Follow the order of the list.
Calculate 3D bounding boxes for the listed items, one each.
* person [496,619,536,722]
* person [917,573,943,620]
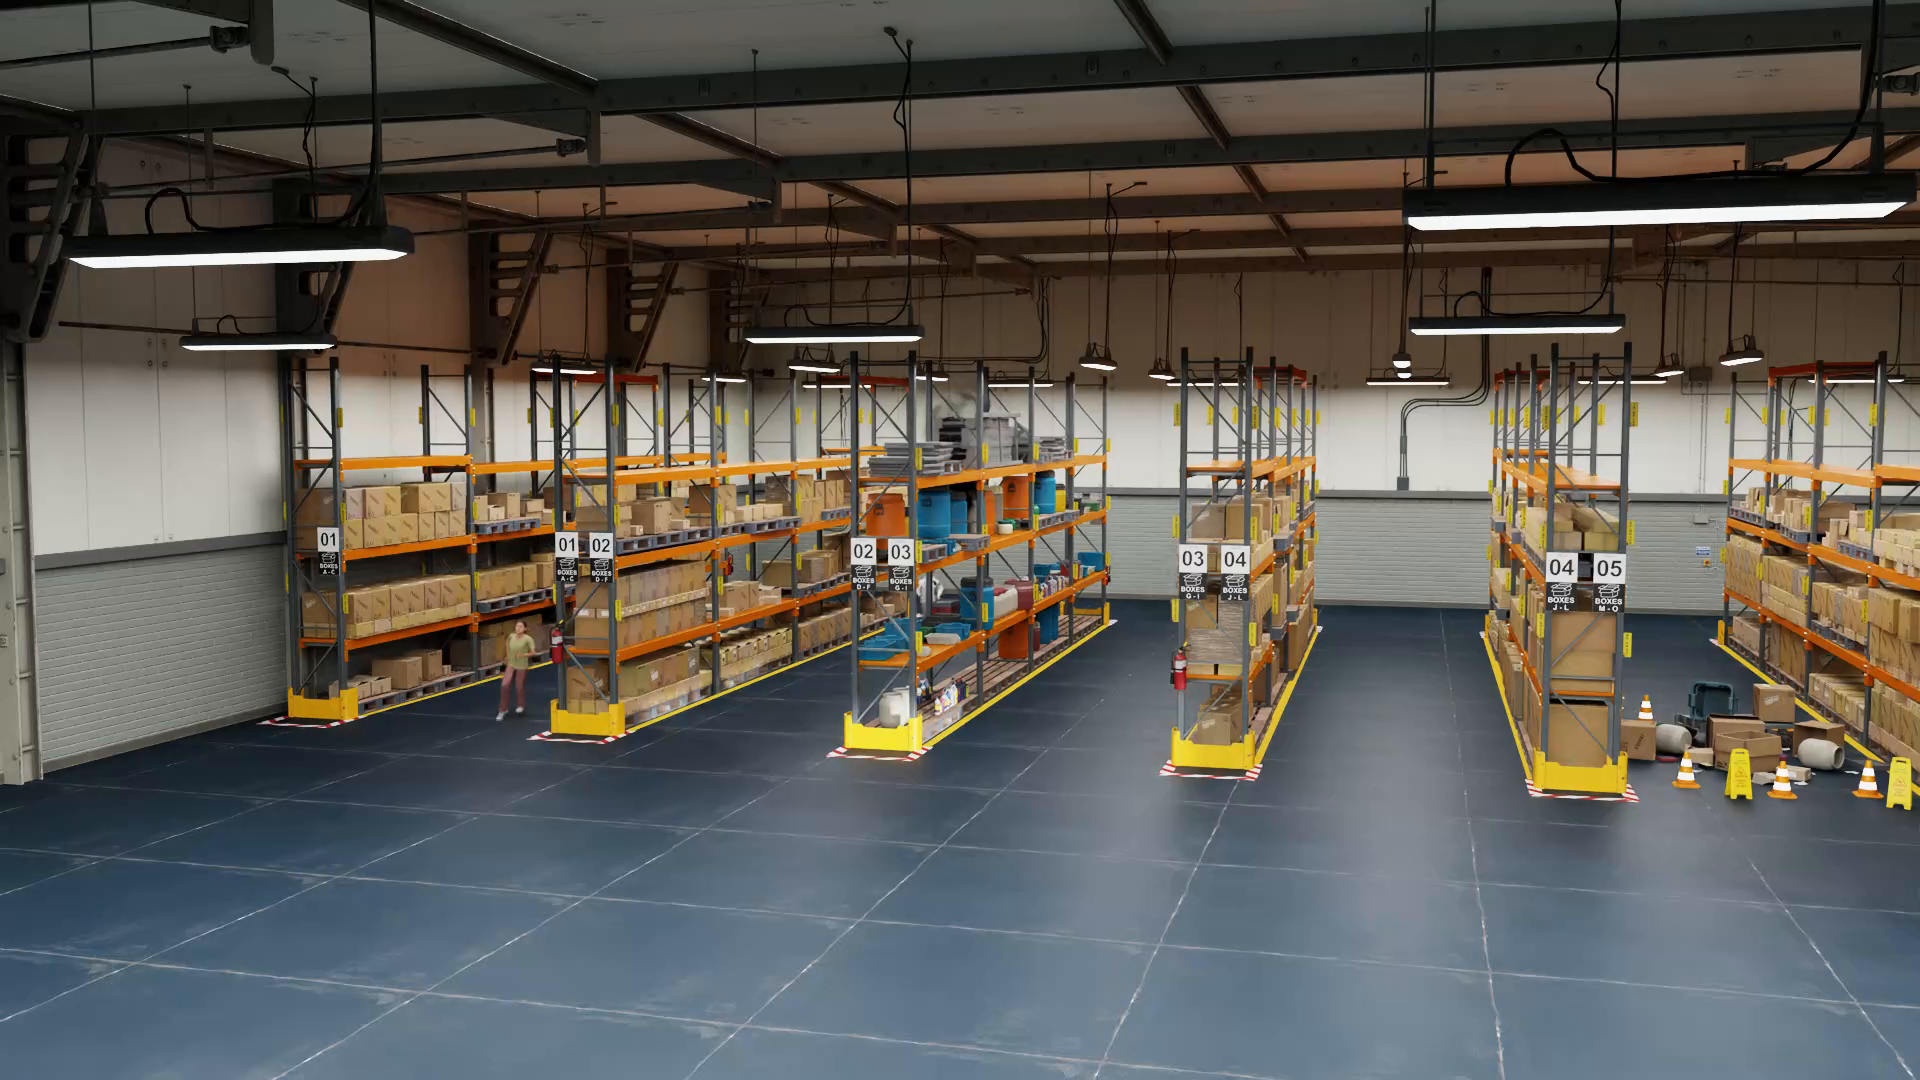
[{"bbox_3d":[-7.352,2.148,27.744,0.607,1.686,0.793,0,4,3],"label":"person"},{"bbox_3d":[-0.695,1.424,37.102,0.617,1.695,0.921,0,4,2],"label":"person"}]
